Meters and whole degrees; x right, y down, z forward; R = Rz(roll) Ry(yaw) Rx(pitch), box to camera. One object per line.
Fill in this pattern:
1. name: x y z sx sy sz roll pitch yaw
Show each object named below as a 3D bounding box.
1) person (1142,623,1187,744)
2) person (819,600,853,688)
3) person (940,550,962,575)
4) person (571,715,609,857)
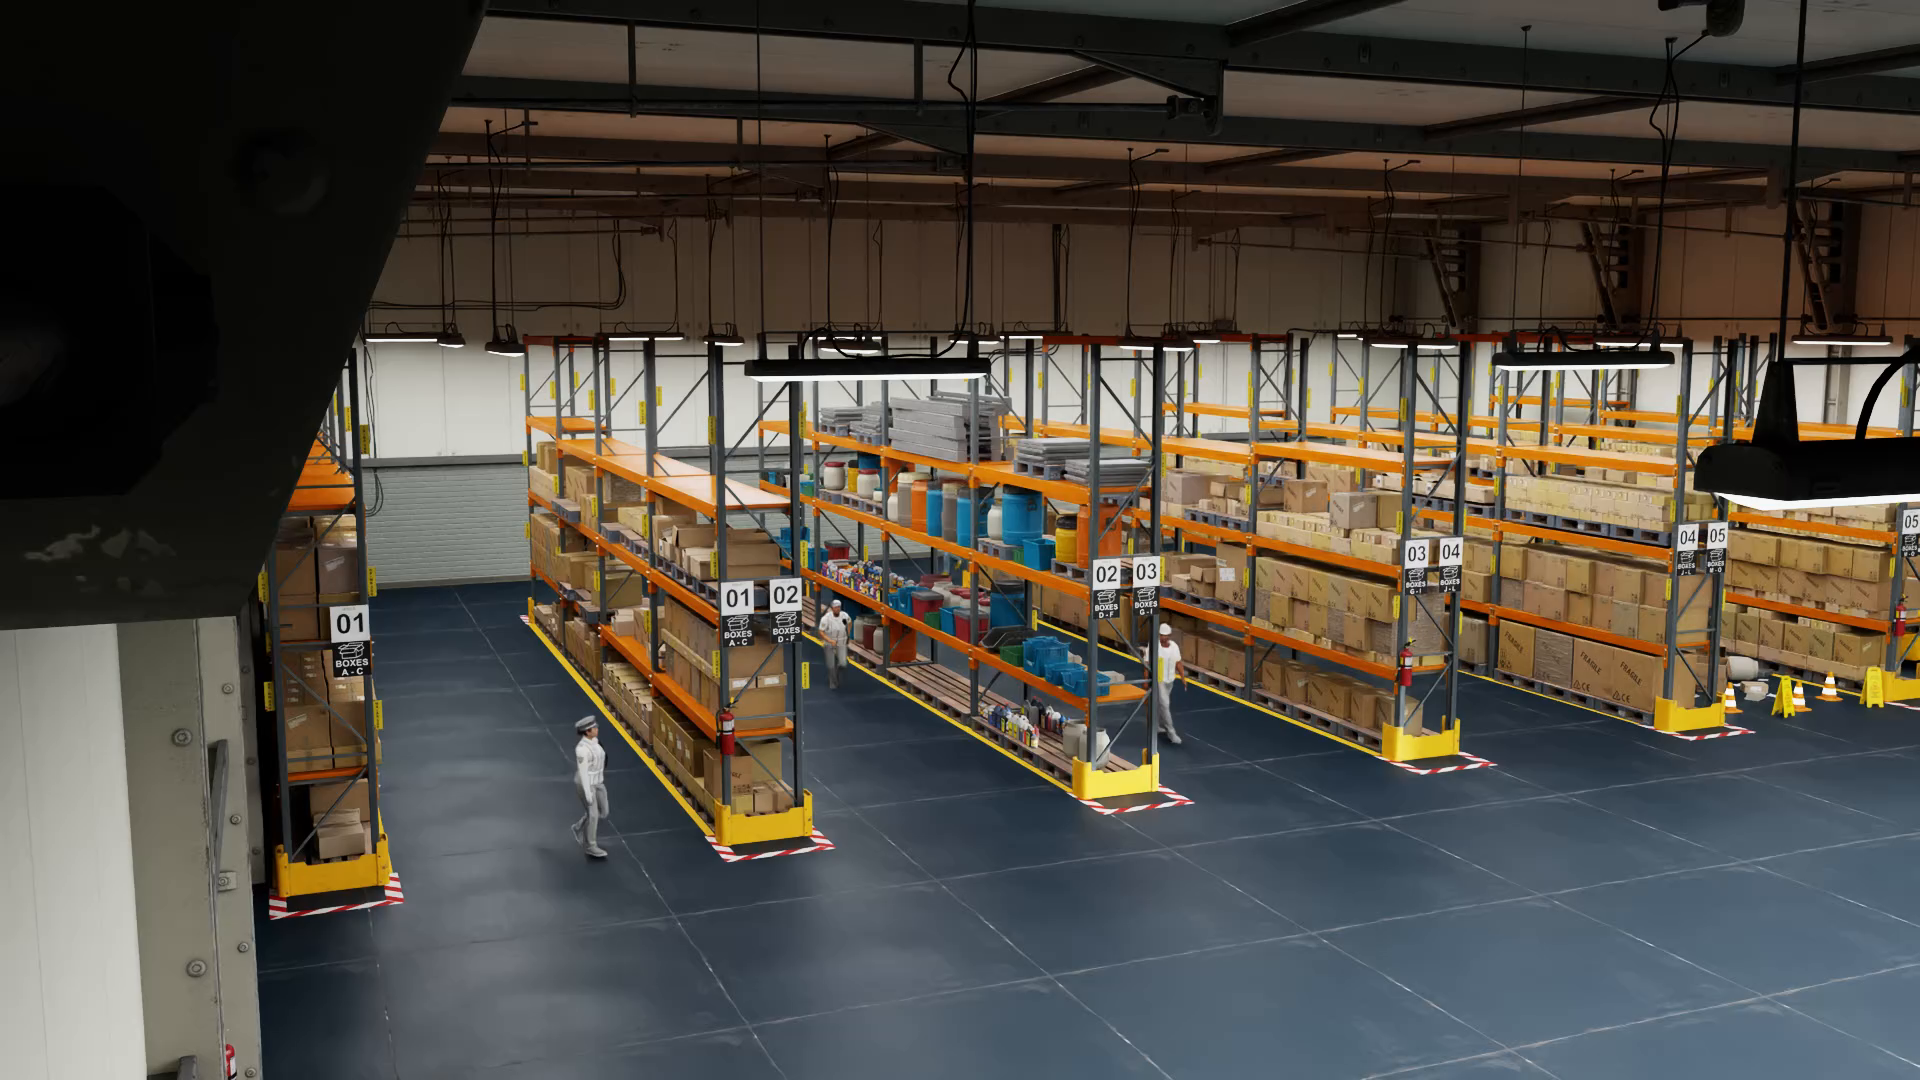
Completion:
1. person: 3.105 2.124 25.093 0.599 1.741 0.888 -5 9 -33
2. person: -2.116 1.782 28.383 0.601 1.584 0.725 -1 8 -9
3. person: -0.254 -0.010 41.212 0.881 1.739 0.556 -7 10 -41
4. person: -4.416 2.882 19.635 0.560 1.674 0.479 3 8 21
